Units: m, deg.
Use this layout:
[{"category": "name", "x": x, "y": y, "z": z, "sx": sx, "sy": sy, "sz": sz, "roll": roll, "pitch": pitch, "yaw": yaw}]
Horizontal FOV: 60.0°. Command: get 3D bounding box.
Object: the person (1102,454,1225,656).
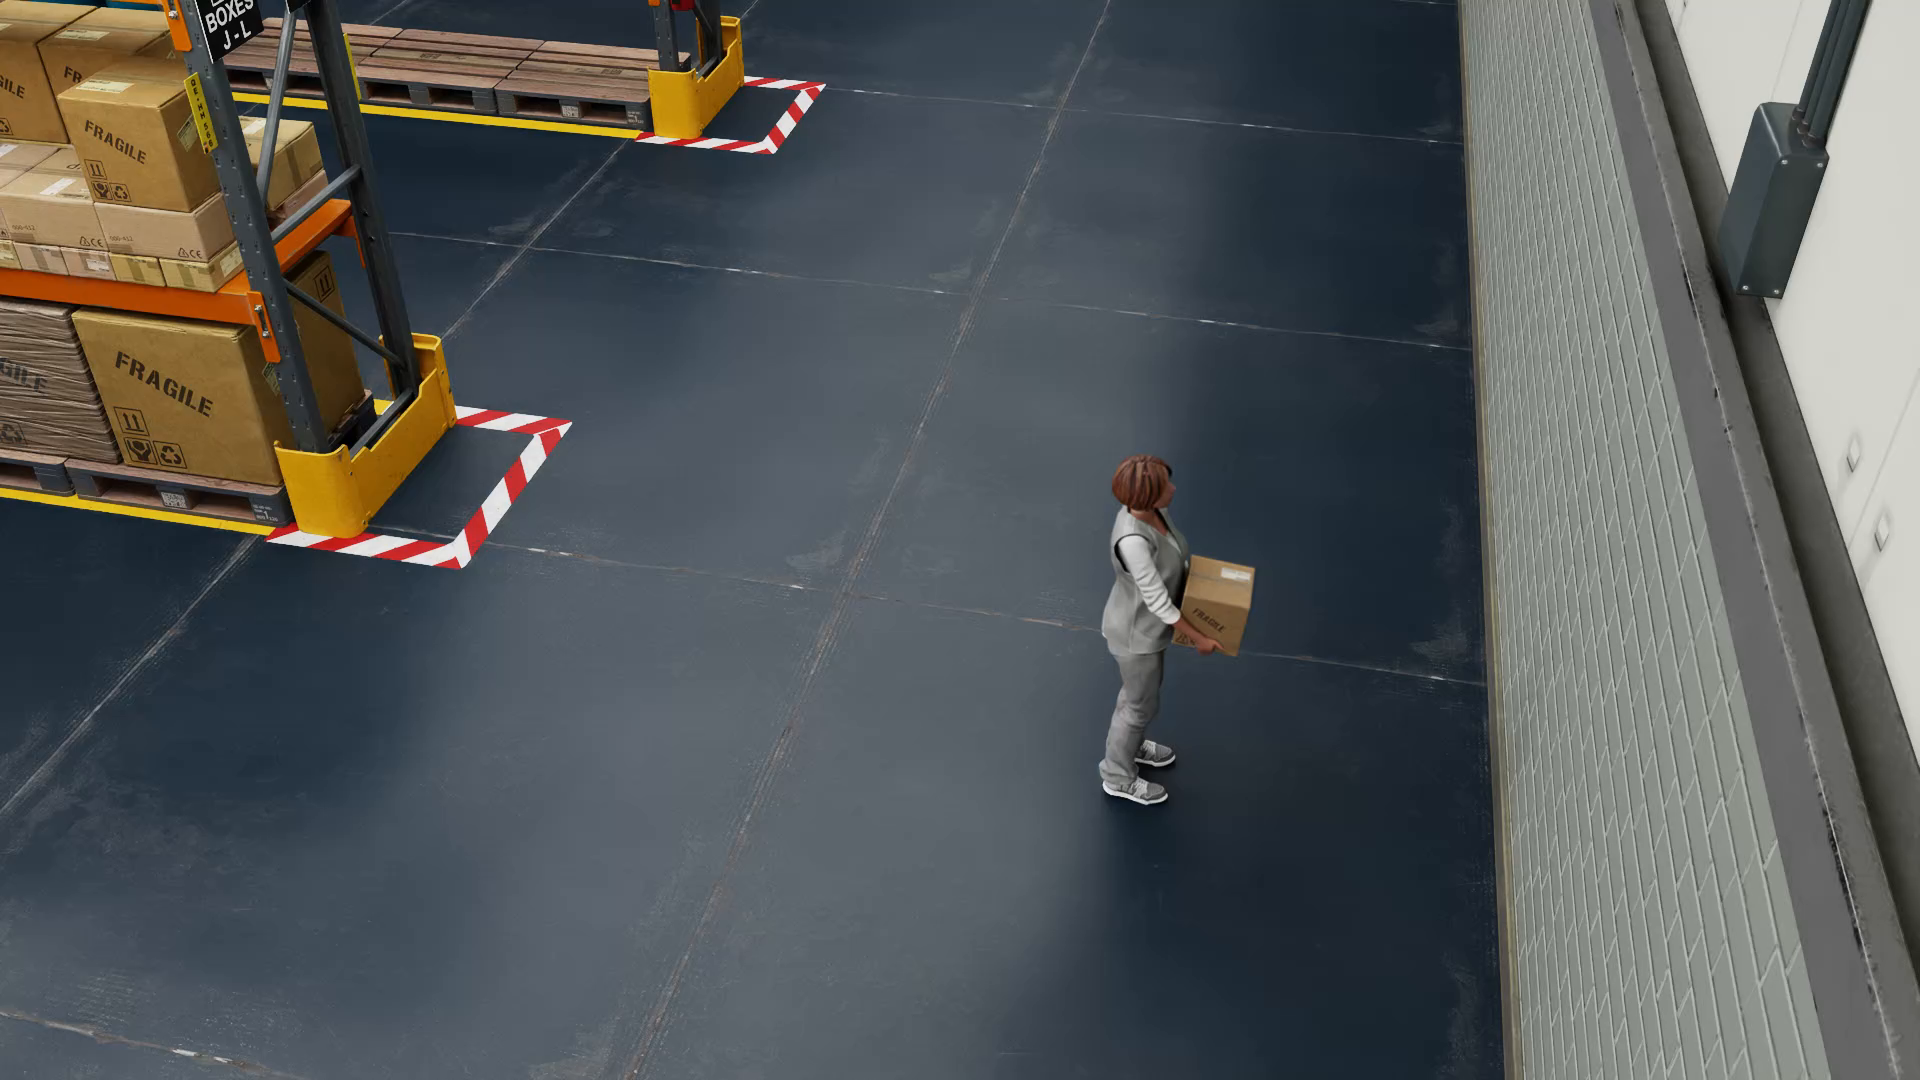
[{"category": "person", "x": 0.798, "y": 0.036, "z": 6.257, "sx": 0.488, "sy": 0.790, "sz": 0.412, "roll": 7, "pitch": 38, "yaw": 10}]
